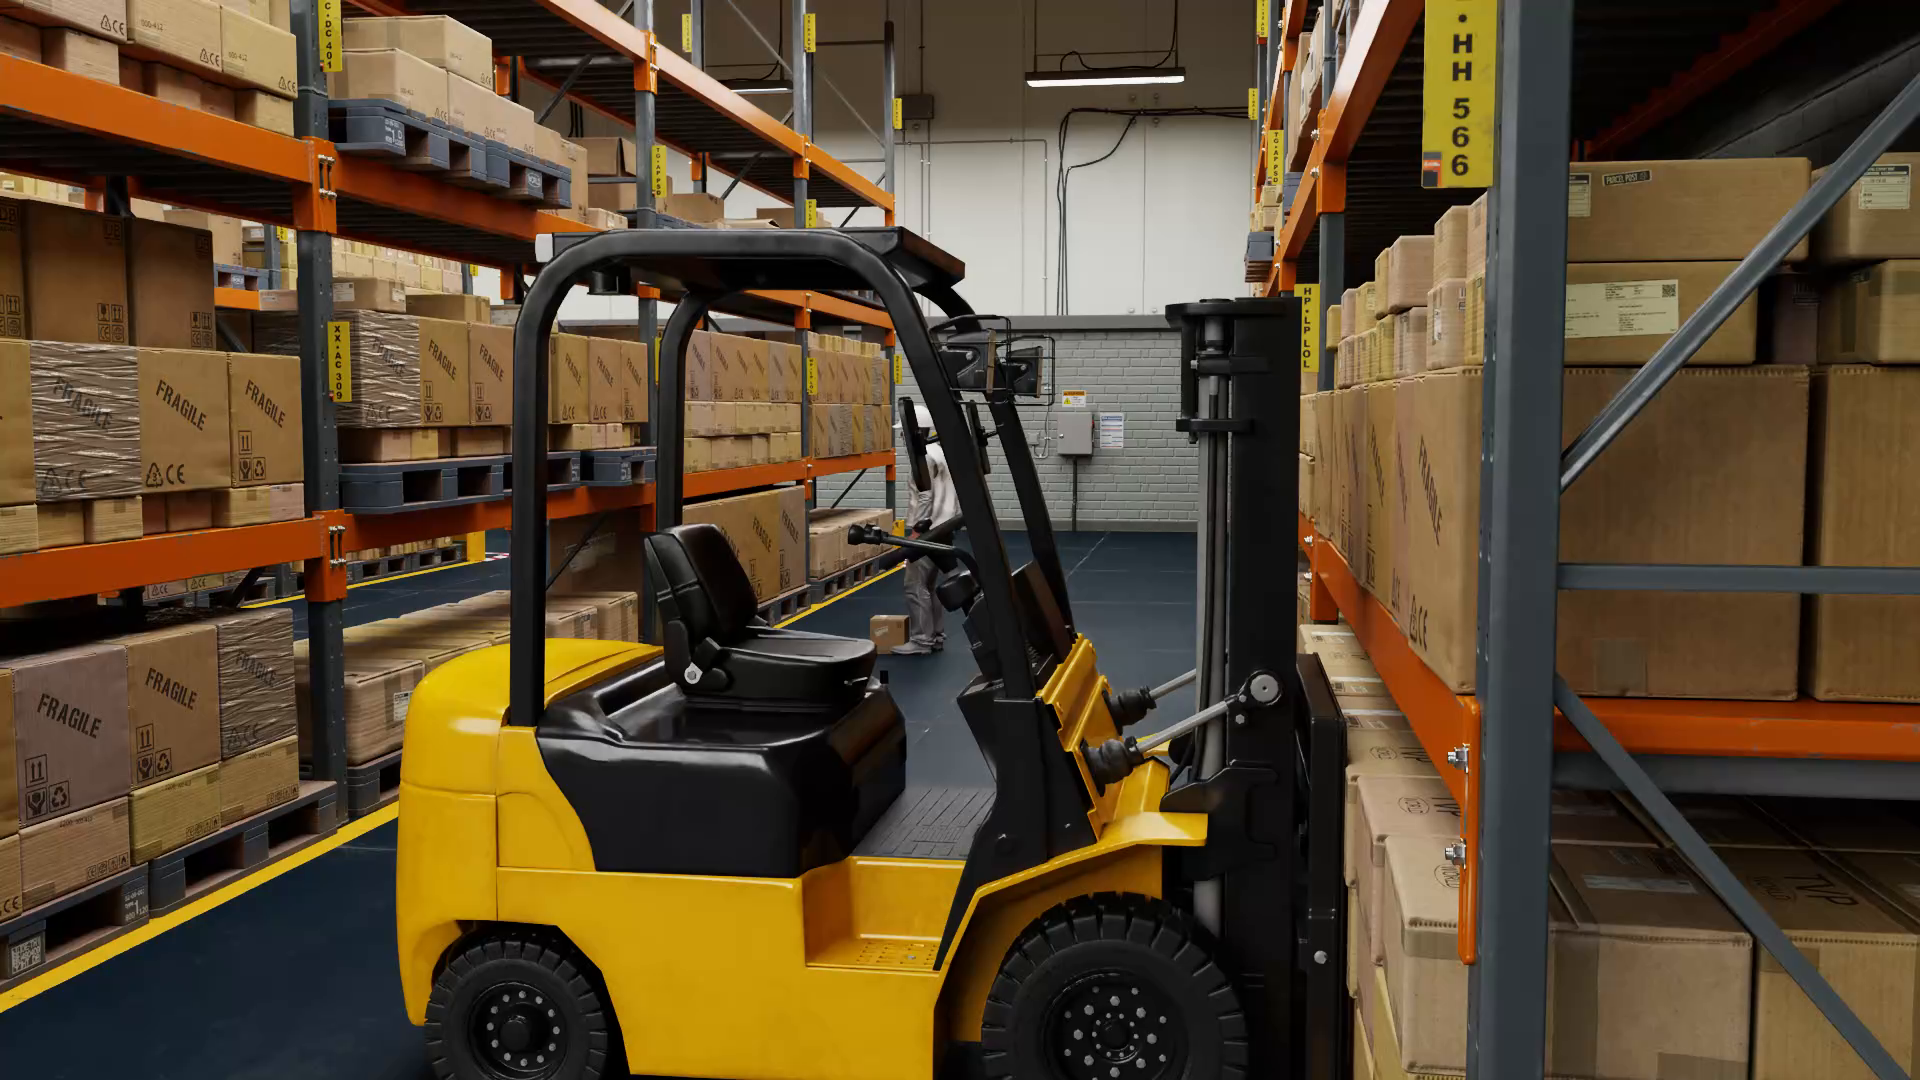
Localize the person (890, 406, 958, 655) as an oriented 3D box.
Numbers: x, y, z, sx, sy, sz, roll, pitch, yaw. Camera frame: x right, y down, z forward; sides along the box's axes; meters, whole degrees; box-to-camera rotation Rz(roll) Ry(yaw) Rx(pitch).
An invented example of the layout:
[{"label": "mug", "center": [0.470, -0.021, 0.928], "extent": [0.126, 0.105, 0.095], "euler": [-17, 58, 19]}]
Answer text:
[{"label": "person", "center": [-0.248, -0.074, 11.919], "extent": [0.467, 1.770, 0.579], "euler": [1, 4, 9]}]
